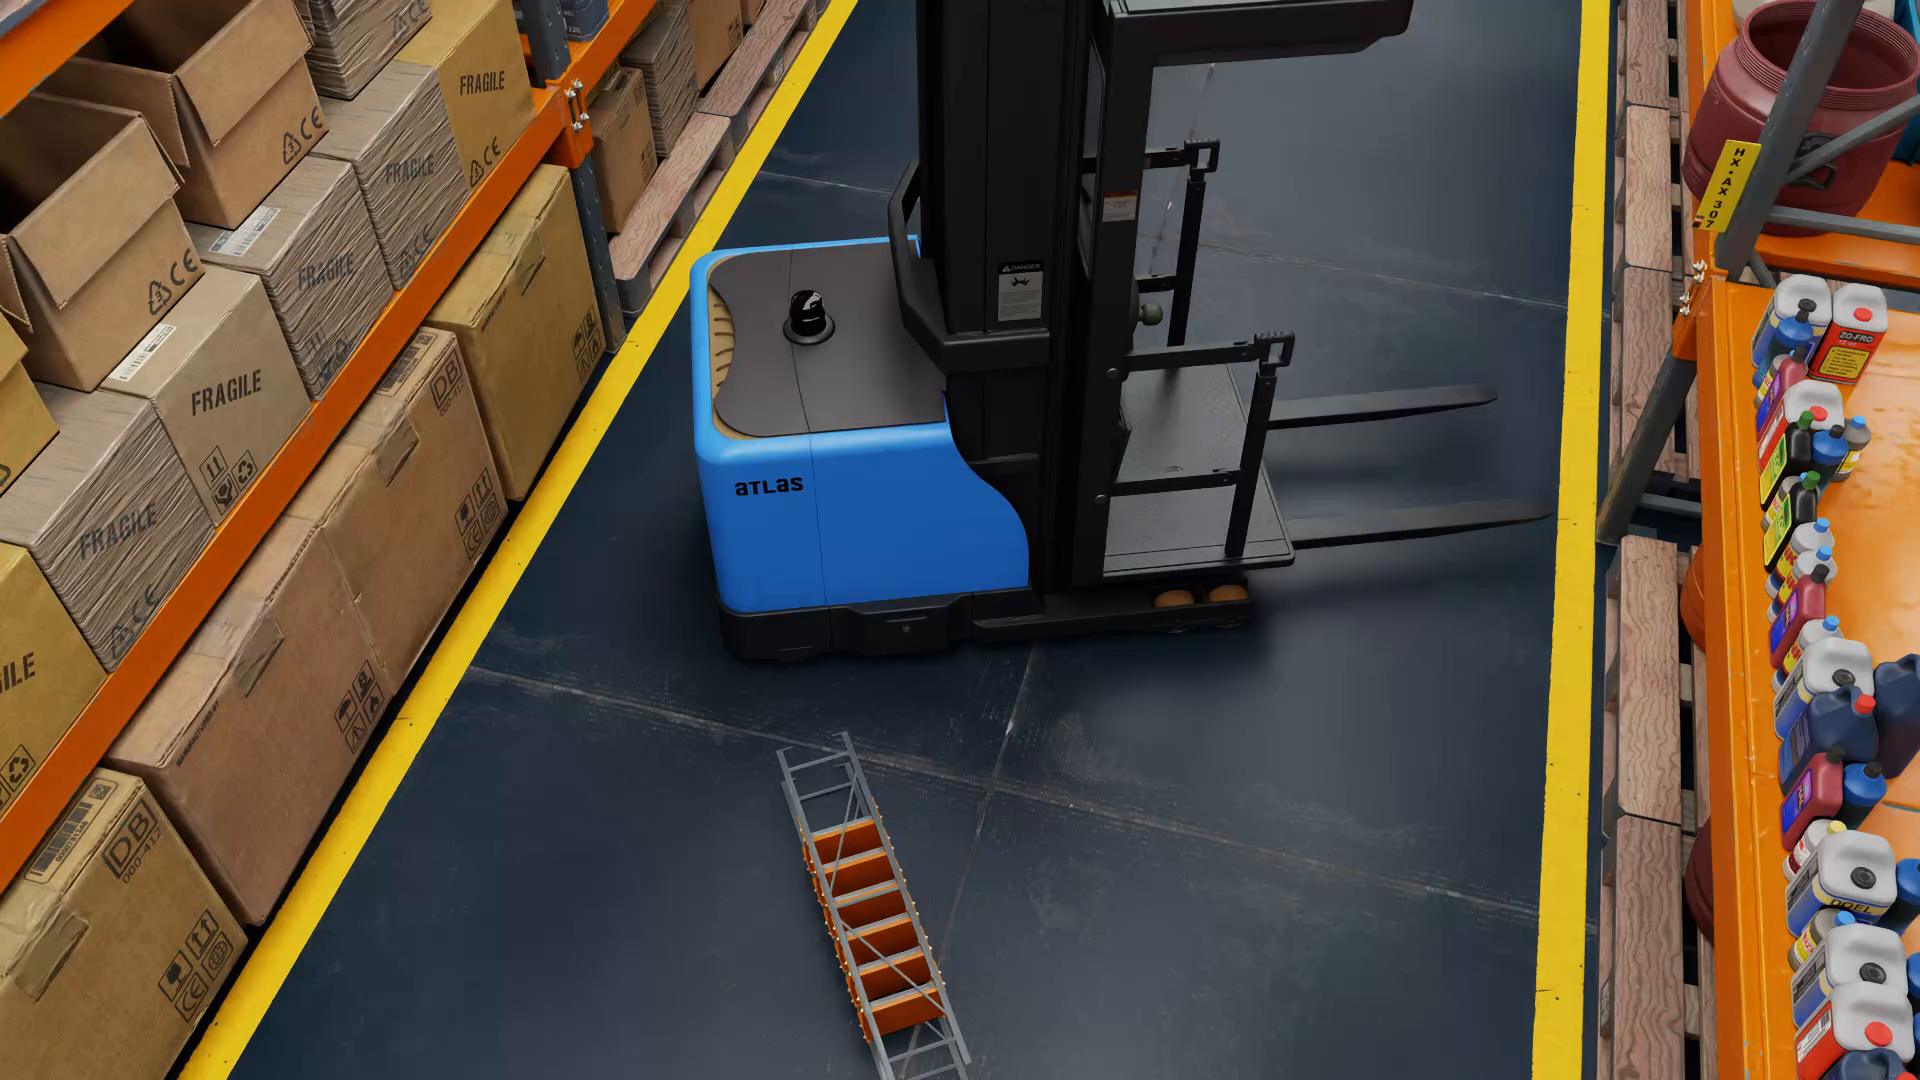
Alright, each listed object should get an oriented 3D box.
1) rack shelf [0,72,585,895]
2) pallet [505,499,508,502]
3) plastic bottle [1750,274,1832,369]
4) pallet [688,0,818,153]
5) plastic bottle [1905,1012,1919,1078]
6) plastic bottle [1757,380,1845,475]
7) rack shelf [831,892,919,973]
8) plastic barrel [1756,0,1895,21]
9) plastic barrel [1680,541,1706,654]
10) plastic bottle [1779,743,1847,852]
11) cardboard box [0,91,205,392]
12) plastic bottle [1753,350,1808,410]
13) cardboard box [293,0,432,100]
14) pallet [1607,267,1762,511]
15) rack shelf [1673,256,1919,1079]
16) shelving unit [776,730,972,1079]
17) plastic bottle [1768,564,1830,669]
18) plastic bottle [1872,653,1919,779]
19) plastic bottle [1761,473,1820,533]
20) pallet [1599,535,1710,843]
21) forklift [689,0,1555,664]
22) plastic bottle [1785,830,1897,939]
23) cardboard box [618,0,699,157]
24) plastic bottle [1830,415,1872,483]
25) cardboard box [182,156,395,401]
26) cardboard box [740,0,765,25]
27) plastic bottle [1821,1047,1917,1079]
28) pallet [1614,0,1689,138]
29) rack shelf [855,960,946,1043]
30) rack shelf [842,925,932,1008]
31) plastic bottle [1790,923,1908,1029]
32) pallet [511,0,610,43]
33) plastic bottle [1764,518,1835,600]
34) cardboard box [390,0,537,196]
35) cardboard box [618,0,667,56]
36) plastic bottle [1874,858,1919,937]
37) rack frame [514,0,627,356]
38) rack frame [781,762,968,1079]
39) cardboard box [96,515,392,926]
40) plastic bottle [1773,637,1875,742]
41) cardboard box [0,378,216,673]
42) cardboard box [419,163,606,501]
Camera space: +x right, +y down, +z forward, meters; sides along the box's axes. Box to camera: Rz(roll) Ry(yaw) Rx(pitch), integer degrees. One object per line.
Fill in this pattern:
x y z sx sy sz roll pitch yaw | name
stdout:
-2.426 -0.217 4.920 1.077 0.370 4.000 12 50 10 | rack shelf
-2.180 -0.423 6.483 1.003 0.211 1.213 12 50 10 | pallet
2.453 -0.634 4.891 0.152 0.276 0.135 12 50 10 | plastic bottle
-1.370 -2.423 8.248 1.003 0.211 1.213 12 50 10 | pallet
1.972 1.045 3.413 0.097 0.271 0.097 0 49 0 | plastic bottle
2.331 -0.299 4.596 0.152 0.276 0.135 12 50 10 | plastic bottle
-0.256 1.195 5.066 0.258 0.180 0.103 -15 51 -13 | rack shelf
2.943 -1.747 5.717 0.421 0.512 0.421 0 49 0 | plastic barrel
2.766 0.013 5.406 0.600 0.830 0.708 12 50 10 | plastic barrel
1.960 0.589 3.808 0.061 0.283 0.133 12 50 10 | plastic bottle
-2.452 -0.783 4.205 0.797 0.503 0.637 13 50 11 | cardboard box
2.370 -0.460 4.788 0.097 0.201 0.097 0 49 0 | plastic bottle
-2.108 -1.741 5.050 0.797 0.503 0.637 13 50 11 | cardboard box
3.120 -0.554 6.598 1.003 0.211 1.213 12 50 10 | pallet
2.352 0.761 4.058 1.077 0.370 4.000 12 50 10 | rack shelf
-0.281 1.141 5.112 0.258 0.189 1.200 -15 51 -13 | shelving unit
2.105 0.191 4.159 0.061 0.283 0.133 12 50 10 | plastic bottle
2.224 0.392 3.936 0.144 0.351 0.185 12 50 10 | plastic bottle
2.239 -0.099 4.469 0.097 0.201 0.097 0 49 0 | plastic bottle
2.711 0.577 5.600 1.003 0.211 1.213 12 50 10 | pallet
0.618 -1.028 5.202 3.031 2.935 1.130 -5 49 -5 | forklift
1.943 0.768 3.655 0.152 0.276 0.135 12 50 10 | plastic bottle
-1.609 -2.112 7.487 0.700 0.500 0.500 8 49 7 | cardboard box
2.456 -0.263 4.614 0.097 0.201 0.097 0 49 0 | plastic bottle
-2.061 -0.793 4.882 0.500 0.500 0.500 10 49 9 | cardboard box
-1.320 -2.927 8.206 0.700 0.500 0.500 8 49 7 | cardboard box
1.801 1.123 3.291 0.144 0.351 0.185 12 50 10 | plastic bottle
3.762 -2.319 8.156 1.003 0.211 1.213 12 50 10 | pallet
-0.175 1.365 4.917 0.258 0.180 0.103 -15 51 -13 | rack shelf
-0.216 1.280 4.991 0.258 0.180 0.103 -15 51 -13 | rack shelf
1.882 0.935 3.507 0.152 0.276 0.135 12 50 10 | plastic bottle
-1.815 -2.374 6.473 1.213 0.211 1.003 12 50 10 | pallet
2.178 0.045 4.296 0.097 0.271 0.097 0 49 0 | plastic bottle
-1.790 -1.528 5.532 0.500 0.500 0.500 13 50 11 | cardboard box
-1.622 -2.344 7.192 0.500 0.250 0.500 17 51 14 | cardboard box
2.068 0.780 3.647 0.097 0.271 0.097 0 49 0 | plastic bottle
-1.900 -1.901 5.927 1.000 3.000 0.127 12 50 10 | rack frame
-0.282 1.201 5.181 0.240 0.006 1.200 -15 51 -13 | rack frame
-2.569 0.443 4.996 1.225 0.875 0.875 10 49 9 | cardboard box
2.088 0.370 4.006 0.152 0.276 0.135 12 50 10 | plastic bottle
-2.327 -0.050 4.227 0.500 0.500 0.500 11 49 9 | cardboard box
-2.101 -0.842 6.130 1.225 0.875 0.875 9 49 8 | cardboard box
